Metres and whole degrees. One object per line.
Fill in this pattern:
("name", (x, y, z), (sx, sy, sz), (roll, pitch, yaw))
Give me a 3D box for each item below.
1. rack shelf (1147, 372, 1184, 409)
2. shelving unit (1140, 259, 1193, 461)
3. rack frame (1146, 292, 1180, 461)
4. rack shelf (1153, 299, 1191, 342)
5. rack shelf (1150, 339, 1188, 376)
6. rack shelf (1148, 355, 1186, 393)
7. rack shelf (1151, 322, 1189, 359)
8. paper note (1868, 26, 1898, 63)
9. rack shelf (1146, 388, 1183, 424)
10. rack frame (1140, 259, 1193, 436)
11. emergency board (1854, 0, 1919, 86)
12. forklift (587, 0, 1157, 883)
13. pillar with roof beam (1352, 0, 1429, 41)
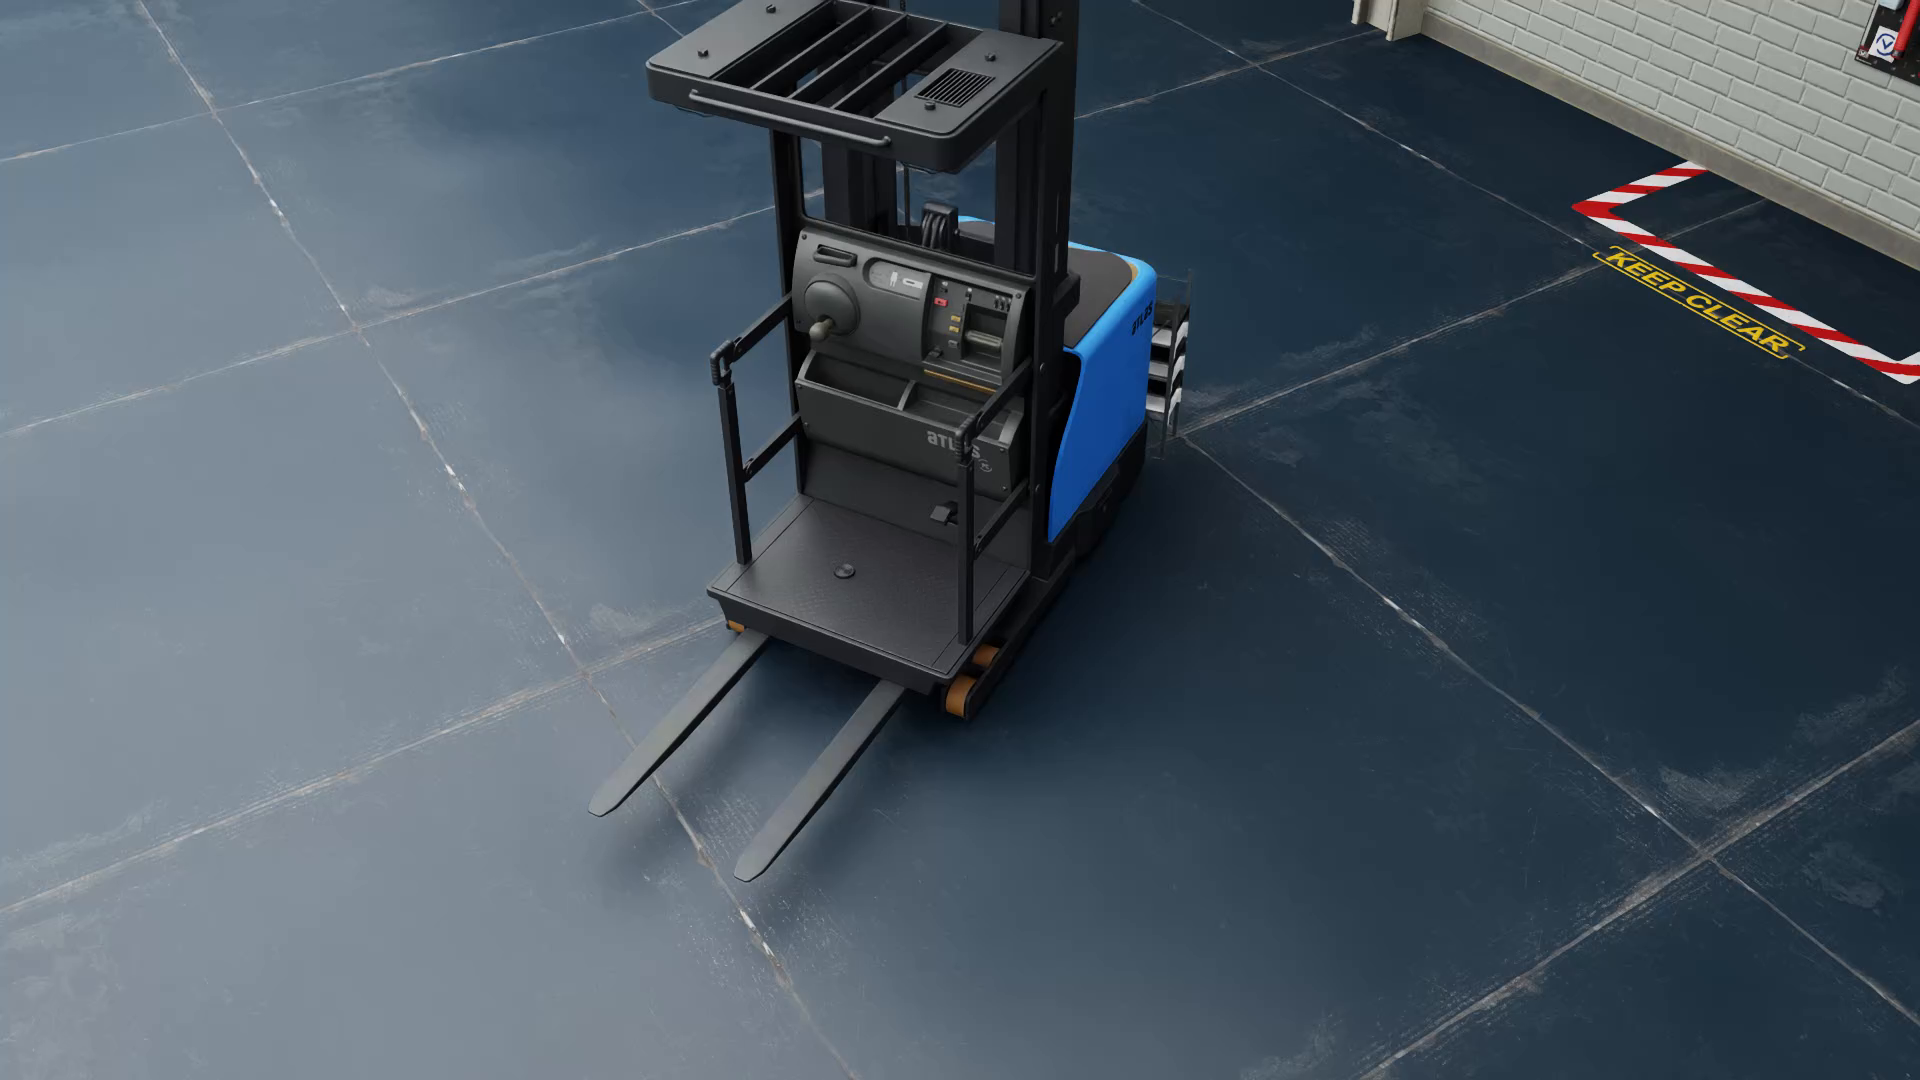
("rack shelf", (0.870, -0.708, 7.589), (0.258, 0.077, 0.200), (14, 42, 17))
("shelving unit", (0.869, -0.802, 7.509), (0.258, 0.900, 0.210), (14, 42, 17))
("rack frame", (0.832, -0.742, 7.437), (0.240, 0.900, 0.006), (14, 42, 17))
("rack shelf", (0.869, -0.984, 7.357), (0.258, 0.077, 0.200), (14, 42, 17))
("rack shelf", (0.869, -0.846, 7.473), (0.258, 0.077, 0.200), (14, 42, 17))
("rack shelf", (0.869, -0.777, 7.531), (0.258, 0.077, 0.200), (14, 42, 17))
("rack shelf", (0.869, -0.915, 7.415), (0.258, 0.077, 0.200), (14, 42, 17))
("paper note", (4.851, -2.598, 8.713), (0.016, 0.148, 0.142), (-22, 45, -24))
("rack shelf", (0.870, -0.639, 7.647), (0.258, 0.077, 0.200), (14, 42, 17))
("rack frame", (0.907, -0.863, 7.582), (0.240, 0.900, 0.006), (14, 42, 17))
("emergency board", (4.888, -2.817, 8.287), (0.194, 1.169, 0.643), (-22, 45, -24))
("forklift", (-0.293, -0.771, 5.886), (1.130, 2.935, 3.031), (19, 43, 21))
("pillar with roof beam", (-0.671, -5.531, 6.858), (9.100, 9.000, 0.400), (-22, 45, -24))
